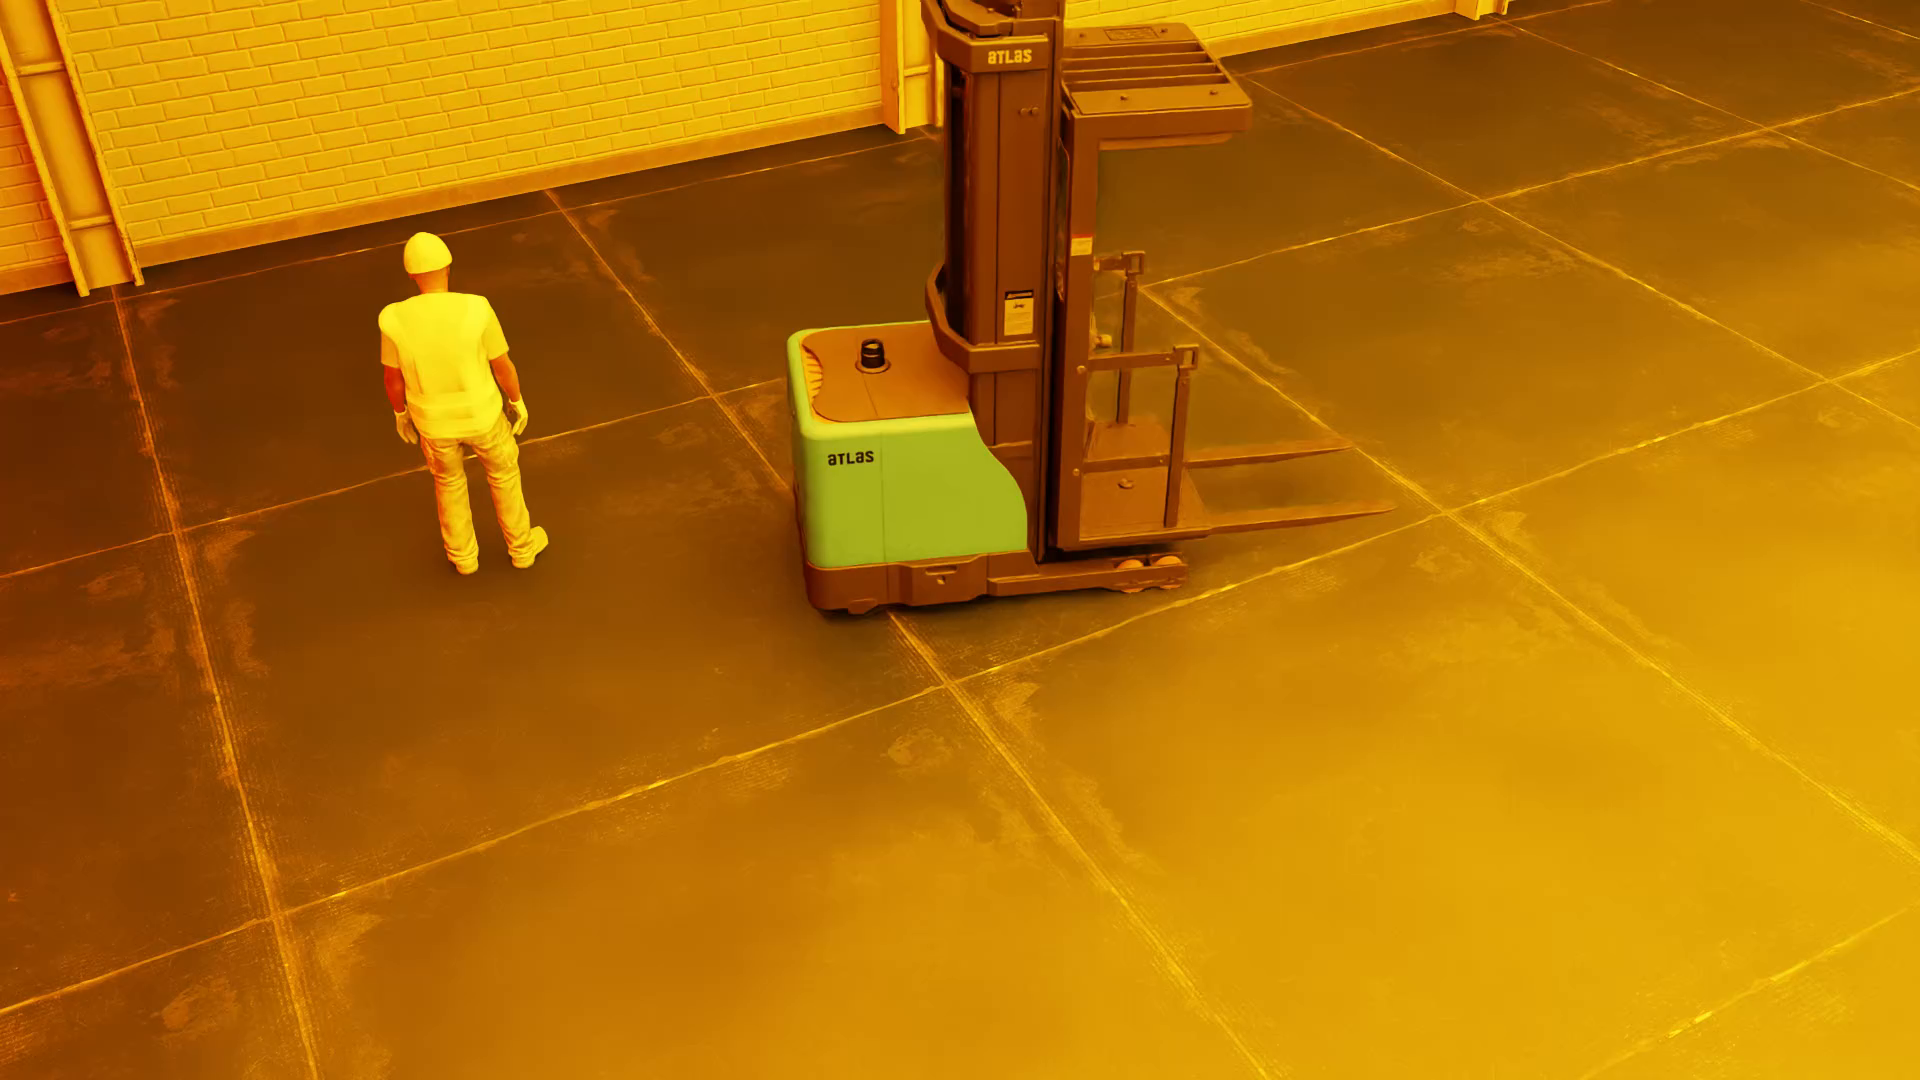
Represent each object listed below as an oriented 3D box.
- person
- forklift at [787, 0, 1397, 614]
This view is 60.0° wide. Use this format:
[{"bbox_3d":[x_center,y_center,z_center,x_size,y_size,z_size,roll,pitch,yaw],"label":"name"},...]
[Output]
[{"bbox_3d":[-2.409,-0.625,8.015,0.617,1.772,0.453,-4,35,-6],"label":"person"},{"bbox_3d":[0.689,-1.229,7.861,3.031,2.935,1.130,-5,36,-7],"label":"forklift"}]
